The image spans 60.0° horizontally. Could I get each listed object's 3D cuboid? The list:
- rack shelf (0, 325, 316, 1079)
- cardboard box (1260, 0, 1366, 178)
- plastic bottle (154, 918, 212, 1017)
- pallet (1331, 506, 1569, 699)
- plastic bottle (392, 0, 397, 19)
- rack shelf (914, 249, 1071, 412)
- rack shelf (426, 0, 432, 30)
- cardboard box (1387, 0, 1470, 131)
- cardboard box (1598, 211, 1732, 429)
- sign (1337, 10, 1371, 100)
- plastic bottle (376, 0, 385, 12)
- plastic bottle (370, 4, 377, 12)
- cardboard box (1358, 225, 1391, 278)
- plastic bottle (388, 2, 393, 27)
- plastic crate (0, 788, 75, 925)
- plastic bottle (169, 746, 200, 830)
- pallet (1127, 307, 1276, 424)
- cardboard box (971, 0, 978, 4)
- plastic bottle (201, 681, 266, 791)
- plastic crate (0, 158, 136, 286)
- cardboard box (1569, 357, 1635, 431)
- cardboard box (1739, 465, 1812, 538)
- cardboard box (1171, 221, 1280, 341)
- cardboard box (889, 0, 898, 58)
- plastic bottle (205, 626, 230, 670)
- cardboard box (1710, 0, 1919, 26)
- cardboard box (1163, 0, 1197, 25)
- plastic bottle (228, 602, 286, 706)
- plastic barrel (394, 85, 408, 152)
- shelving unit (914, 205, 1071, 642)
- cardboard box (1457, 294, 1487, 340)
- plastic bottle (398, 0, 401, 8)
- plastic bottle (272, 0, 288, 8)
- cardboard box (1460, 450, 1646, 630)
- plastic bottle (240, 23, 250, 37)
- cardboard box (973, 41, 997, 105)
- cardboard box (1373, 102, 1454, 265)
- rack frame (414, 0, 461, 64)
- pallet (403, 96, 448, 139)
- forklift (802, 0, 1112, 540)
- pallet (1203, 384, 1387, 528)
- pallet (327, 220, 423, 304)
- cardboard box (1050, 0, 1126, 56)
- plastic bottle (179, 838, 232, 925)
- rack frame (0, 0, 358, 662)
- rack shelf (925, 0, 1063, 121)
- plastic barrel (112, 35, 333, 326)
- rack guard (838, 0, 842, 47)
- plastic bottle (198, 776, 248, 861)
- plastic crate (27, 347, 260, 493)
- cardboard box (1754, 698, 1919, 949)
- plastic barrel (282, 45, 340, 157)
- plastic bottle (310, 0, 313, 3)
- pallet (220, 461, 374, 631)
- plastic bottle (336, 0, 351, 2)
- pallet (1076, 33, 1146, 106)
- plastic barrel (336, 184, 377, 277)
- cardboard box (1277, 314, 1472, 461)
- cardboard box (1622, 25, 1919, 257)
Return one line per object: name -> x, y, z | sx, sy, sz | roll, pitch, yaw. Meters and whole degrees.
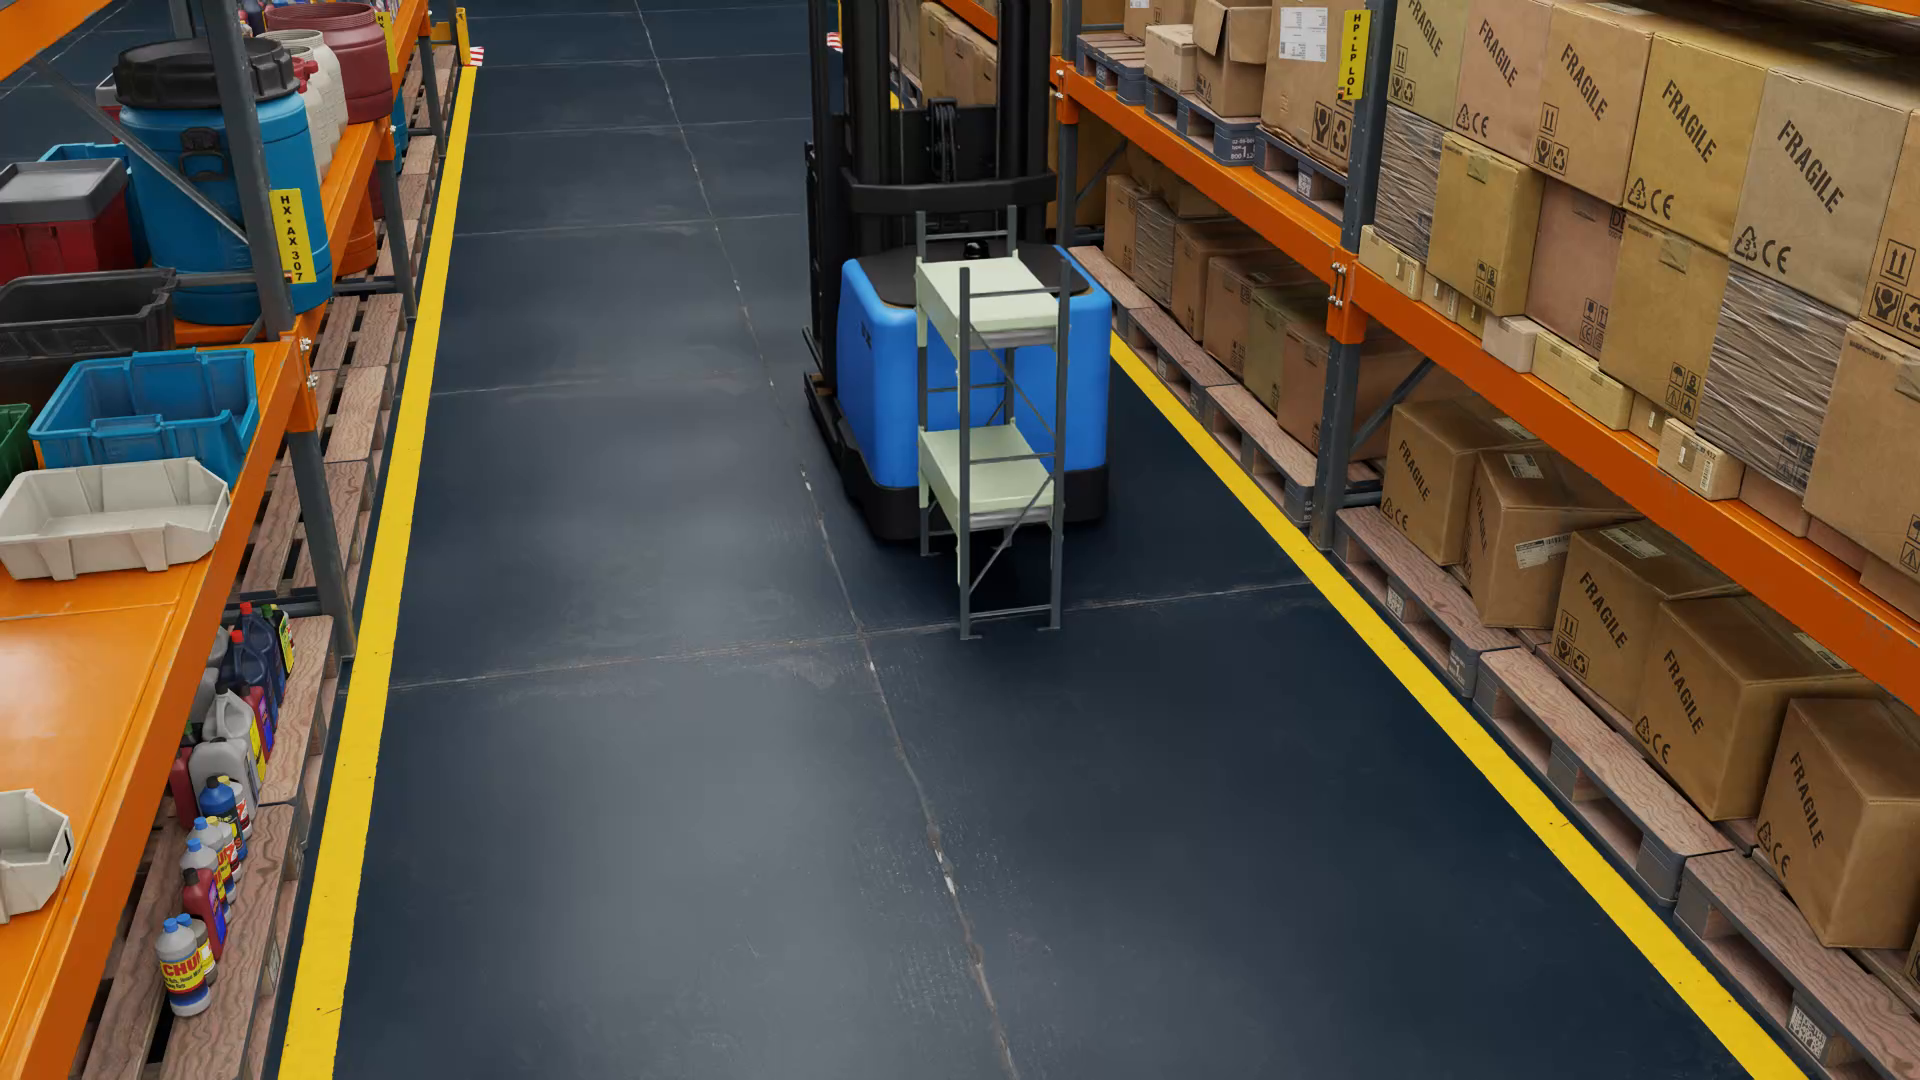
rack shelf -> -2.358, 0.342, 4.041 | 1.077, 0.370, 4.000 | -6, 27, -12
cardboard box -> 1.974, -2.178, 7.104 | 1.000, 1.000, 1.000 | -6, 27, -11
plastic bottle -> -2.012, 1.093, 4.295 | 0.097, 0.271, 0.097 | 0, 27, 0
pallet -> 2.203, 0.176, 6.666 | 1.003, 0.211, 1.213 | -6, 27, -12
plastic bottle -> -3.981, -3.732, 11.453 | 0.152, 0.276, 0.135 | -6, 27, -12
rack shelf -> 0.110, -0.809, 6.322 | 0.431, 0.370, 0.720 | -6, 27, -12
rack shelf -> -5.062, -4.926, 14.478 | 1.077, 0.370, 4.000 | -6, 27, -12
cardboard box -> 1.871, -1.760, 5.858 | 0.500, 0.500, 0.500 | -6, 27, -12
cardboard box -> 2.420, -0.677, 4.822 | 0.875, 0.500, 0.500 | -6, 27, -12
sign -> 1.477, -1.819, 6.239 | 0.100, 0.325, 0.005 | -6, 27, -12
plastic bottle -> -3.805, -3.389, 10.773 | 0.152, 0.276, 0.135 | -6, 27, -12
plastic bottle -> -3.700, -3.238, 10.478 | 0.097, 0.271, 0.097 | 0, 27, 0
cardboard box -> 1.772, -1.123, 6.424 | 0.380, 0.149, 0.250 | -6, 27, -12
plastic bottle -> -3.876, -3.549, 11.173 | 0.097, 0.201, 0.097 | 0, 27, 0
plastic crate -> -1.795, 0.591, 3.042 | 0.298, 0.136, 0.250 | -6, 27, -12
plastic bottle -> -2.337, 0.722, 5.017 | 0.061, 0.283, 0.133 | -6, 27, -12
pallet -> 1.562, -0.993, 8.983 | 1.003, 0.211, 1.213 | -6, 27, -12
cardboard box -> 0.301, -4.249, 12.228 | 0.500, 0.500, 0.500 | -7, 28, -13
plastic bottle -> -2.267, 0.609, 5.166 | 0.144, 0.351, 0.185 | -6, 27, -12
plastic crate -> -3.216, -1.067, 5.964 | 0.402, 0.464, 0.583 | -6, 27, -12
cardboard box -> 2.123, -0.465, 5.122 | 0.380, 0.149, 0.250 | -6, 27, -12
cardboard box -> 2.355, -0.143, 4.483 | 0.380, 0.149, 0.250 | -6, 27, -12
cardboard box -> 1.558, -1.414, 9.008 | 0.700, 0.500, 0.500 | -4, 27, -7
cardboard box -> -0.260, -5.194, 16.104 | 0.875, 0.875, 0.875 | -6, 27, -12
plastic bottle -> -2.523, 0.397, 5.585 | 0.144, 0.351, 0.185 | -6, 27, -12
cardboard box -> 2.612, -1.375, 5.094 | 0.500, 0.500, 0.500 | -6, 27, -12
cardboard box -> 1.499, -2.880, 9.050 | 0.700, 0.500, 0.500 | -2, 27, -4
plastic bottle -> -2.383, 0.383, 5.614 | 0.144, 0.351, 0.185 | -7, 28, -13
plastic barrel -> -4.505, -3.379, 12.478 | 0.600, 0.901, 0.708 | -6, 27, -12
shelving unit -> 0.110, -0.461, 6.498 | 0.431, 1.500, 0.755 | -6, 27, -12
cardboard box -> 1.965, -0.796, 5.777 | 0.380, 0.149, 0.250 | -6, 27, -12
plastic bottle -> -4.085, -3.976, 11.854 | 0.144, 0.351, 0.185 | -6, 27, -12
plastic bottle -> -4.434, -3.437, 10.873 | 0.097, 0.271, 0.097 | 0, 27, 0
cardboard box -> 2.205, -0.001, 6.231 | 0.500, 0.500, 0.500 | 2, 27, 5
plastic bottle -> -4.409, -3.069, 10.221 | 0.097, 0.201, 0.097 | 0, 27, 0
cardboard box -> 0.787, -3.052, 11.859 | 1.225, 0.875, 0.875 | -6, 27, -11
cardboard box -> 2.058, -1.333, 6.122 | 0.875, 0.500, 0.500 | -6, 27, -12
rack frame -> -5.513, -6.125, 16.056 | 1.000, 3.000, 0.127 | -6, 27, -12
pallet -> -4.815, -3.443, 13.837 | 1.003, 0.211, 1.213 | -6, 27, -12
forklift -> -0.187, -1.953, 7.867 | 1.130, 2.935, 3.031 | -6, 27, -12
pallet -> 1.840, -0.456, 7.920 | 1.003, 0.211, 1.213 | -6, 27, -12
pallet -> -3.928, -1.710, 10.403 | 1.003, 0.211, 1.213 | -6, 27, -12
cardboard box -> 0.763, -3.352, 10.451 | 0.500, 0.500, 0.500 | -5, 27, -10
plastic bottle -> -2.089, 0.943, 4.593 | 0.097, 0.271, 0.097 | 0, 27, 0
rack frame -> -2.809, -0.857, 5.618 | 1.000, 3.000, 0.127 | -6, 27, -12
rack shelf -> 0.665, -3.673, 11.996 | 1.077, 0.370, 4.000 | -6, 27, -12
plastic barrel -> -2.600, -1.281, 5.903 | 0.600, 0.901, 0.708 | -6, 27, -12
rack guard -> -0.693, -5.522, 17.636 | 1.175, 0.500, 0.348 | -6, 27, -12
plastic bottle -> -2.157, 0.810, 4.856 | 0.097, 0.271, 0.097 | 0, 27, 0
plastic crate -> -2.295, -0.332, 4.744 | 0.499, 0.251, 0.616 | -6, 27, -12
cardboard box -> 2.626, 0.790, 4.664 | 0.500, 0.500, 0.500 | 1, 27, 2
plastic barrel -> -3.175, -2.048, 7.854 | 0.421, 0.512, 0.421 | 0, 27, 0
plastic bottle -> -4.678, -3.898, 11.865 | 0.097, 0.201, 0.097 | 0, 27, 0
pallet -> -3.023, 0.047, 6.922 | 1.003, 0.211, 1.213 | -6, 27, -12
plastic bottle -> -3.955, -3.418, 10.748 | 0.144, 0.351, 0.185 | -6, 27, -12
pallet -> 1.380, -2.728, 9.539 | 1.213, 0.211, 1.003 | -6, 27, -12
plastic barrel -> -3.837, -2.044, 9.914 | 0.600, 0.830, 0.708 | -6, 27, -12
cardboard box -> 1.900, -0.712, 7.617 | 0.700, 0.500, 0.500 | -8, 28, -16
cardboard box -> 2.221, -1.103, 4.555 | 0.500, 0.500, 0.500 | -6, 27, -12
